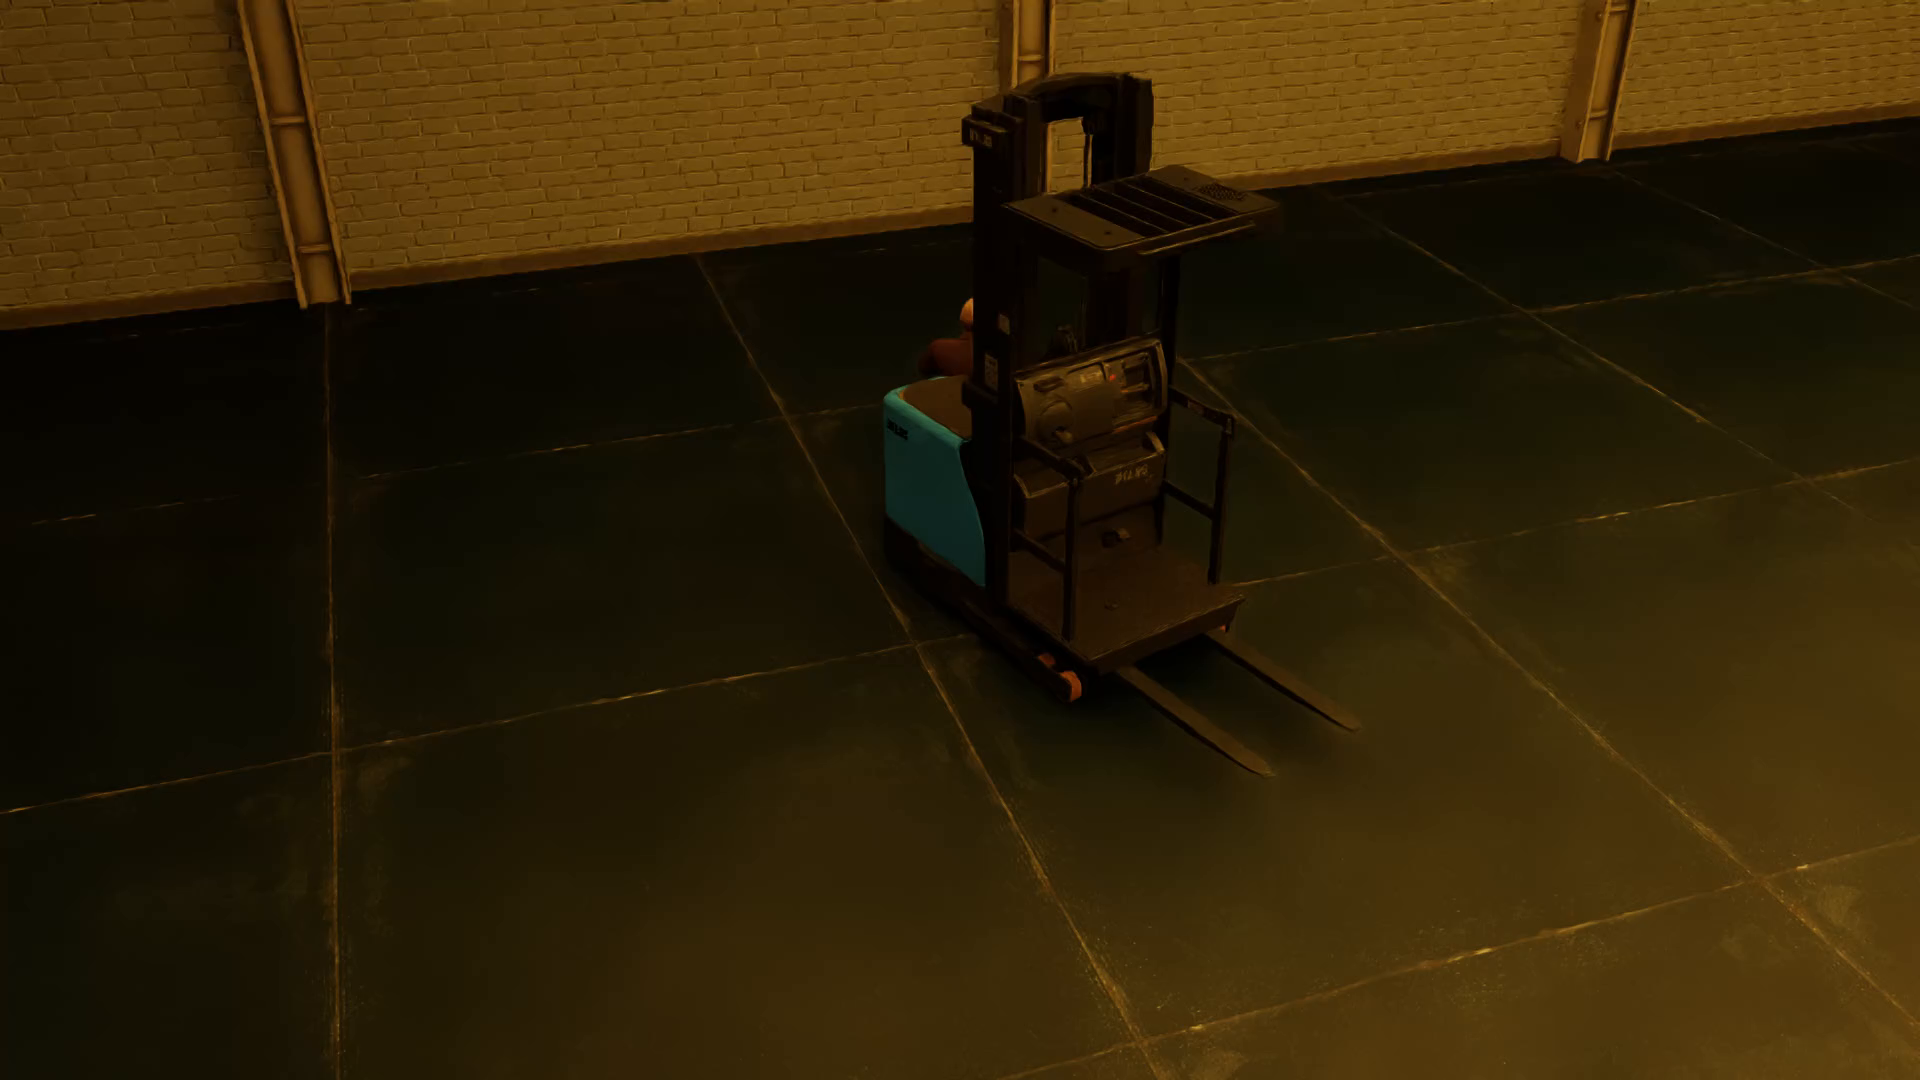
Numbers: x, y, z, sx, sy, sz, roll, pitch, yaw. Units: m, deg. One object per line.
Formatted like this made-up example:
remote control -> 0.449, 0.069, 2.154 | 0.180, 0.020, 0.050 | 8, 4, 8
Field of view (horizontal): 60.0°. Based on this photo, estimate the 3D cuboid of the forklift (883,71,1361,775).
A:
forklift -> 0.803, -0.707, 8.315 | 1.130, 2.935, 3.031 | -19, 35, -30

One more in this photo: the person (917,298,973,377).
person -> 0.252, -0.806, 9.926 | 0.963, 1.540, 0.892 | 10, 32, 17
